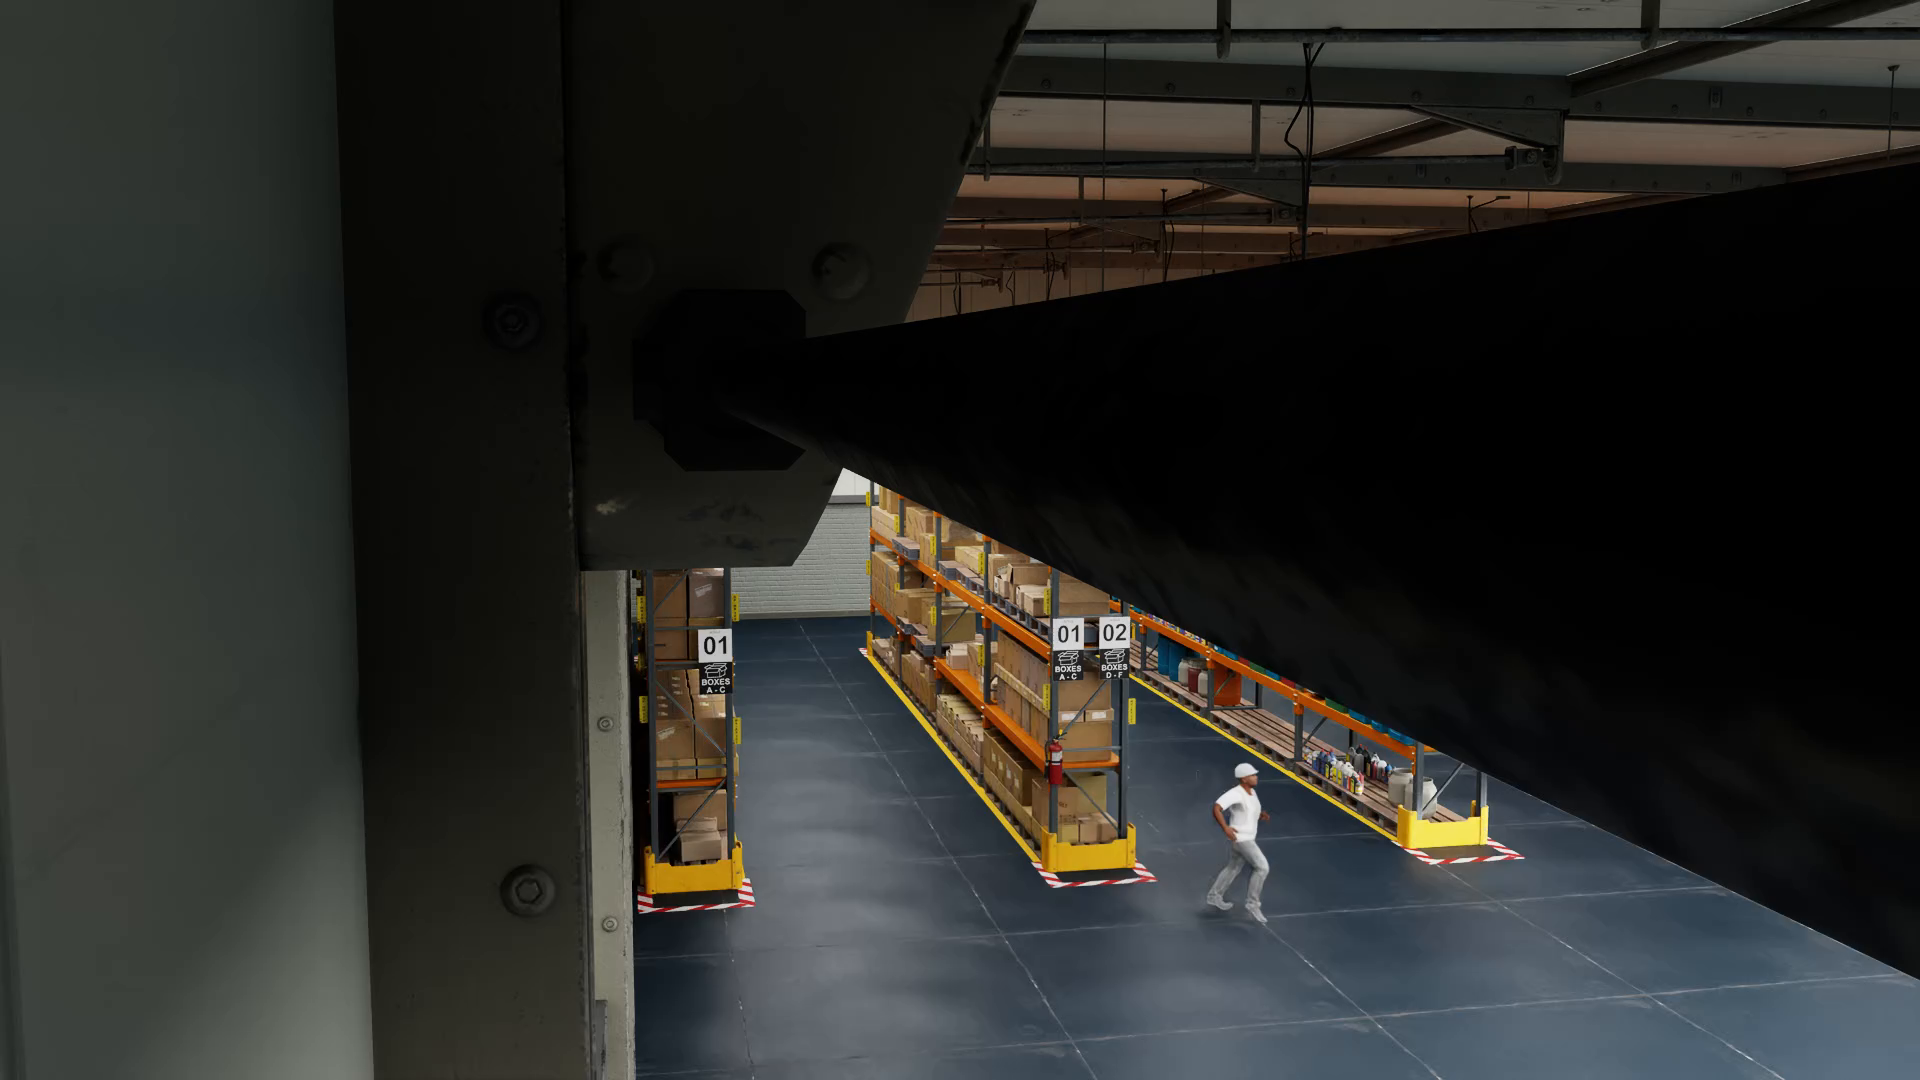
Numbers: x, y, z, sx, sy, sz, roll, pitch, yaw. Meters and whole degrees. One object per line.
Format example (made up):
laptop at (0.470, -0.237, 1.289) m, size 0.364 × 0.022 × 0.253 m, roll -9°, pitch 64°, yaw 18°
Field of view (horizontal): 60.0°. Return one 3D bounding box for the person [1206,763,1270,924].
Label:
person at (3.219, 3.453, 19.163) m, size 0.722 × 1.804 × 0.693 m, roll 2°, pitch 6°, yaw 18°
